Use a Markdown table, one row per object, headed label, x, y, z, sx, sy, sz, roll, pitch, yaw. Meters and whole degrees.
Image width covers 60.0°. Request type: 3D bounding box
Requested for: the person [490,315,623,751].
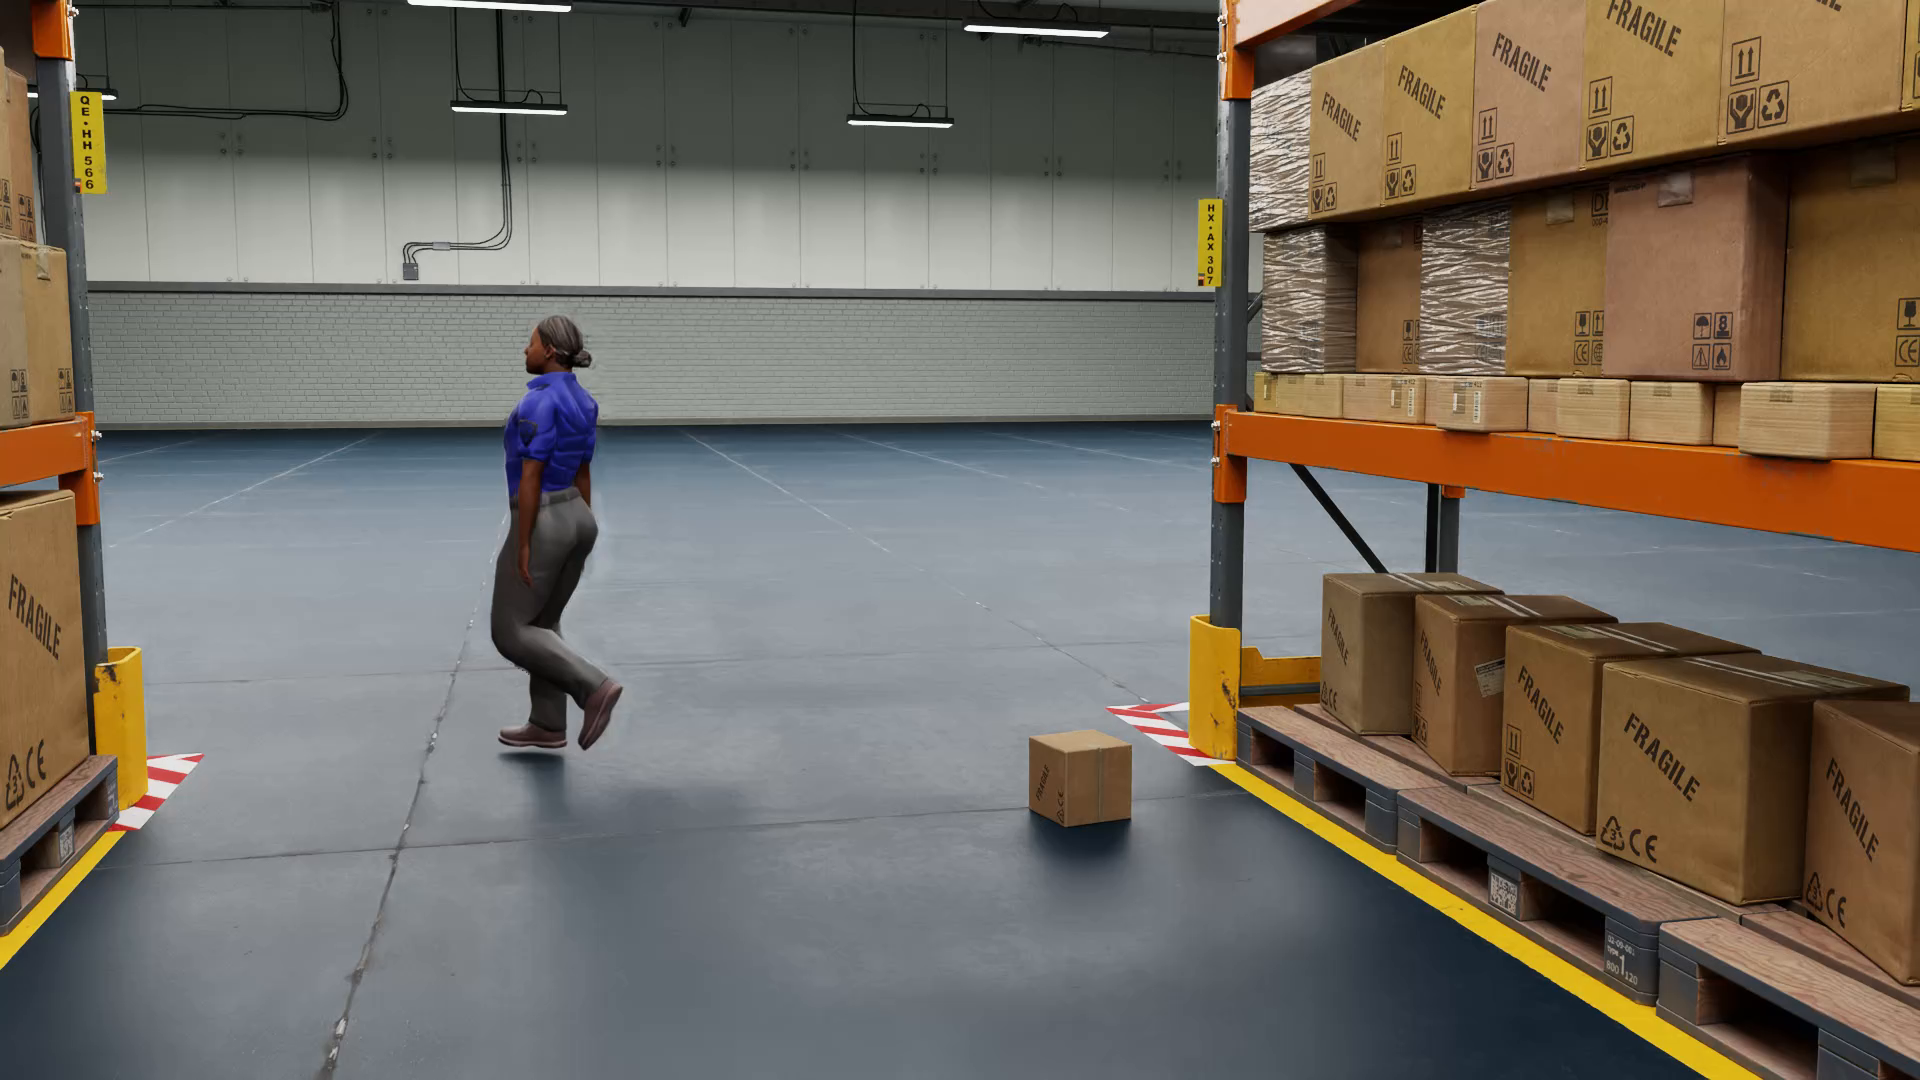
| label | x | y | z | sx | sy | sz | roll | pitch | yaw |
| --- | --- | --- | --- | --- | --- | --- | --- | --- | --- |
| person | -1.499 | -0.015 | 6.187 | 0.619 | 1.631 | 0.460 | 2 | 7 | 17 |
